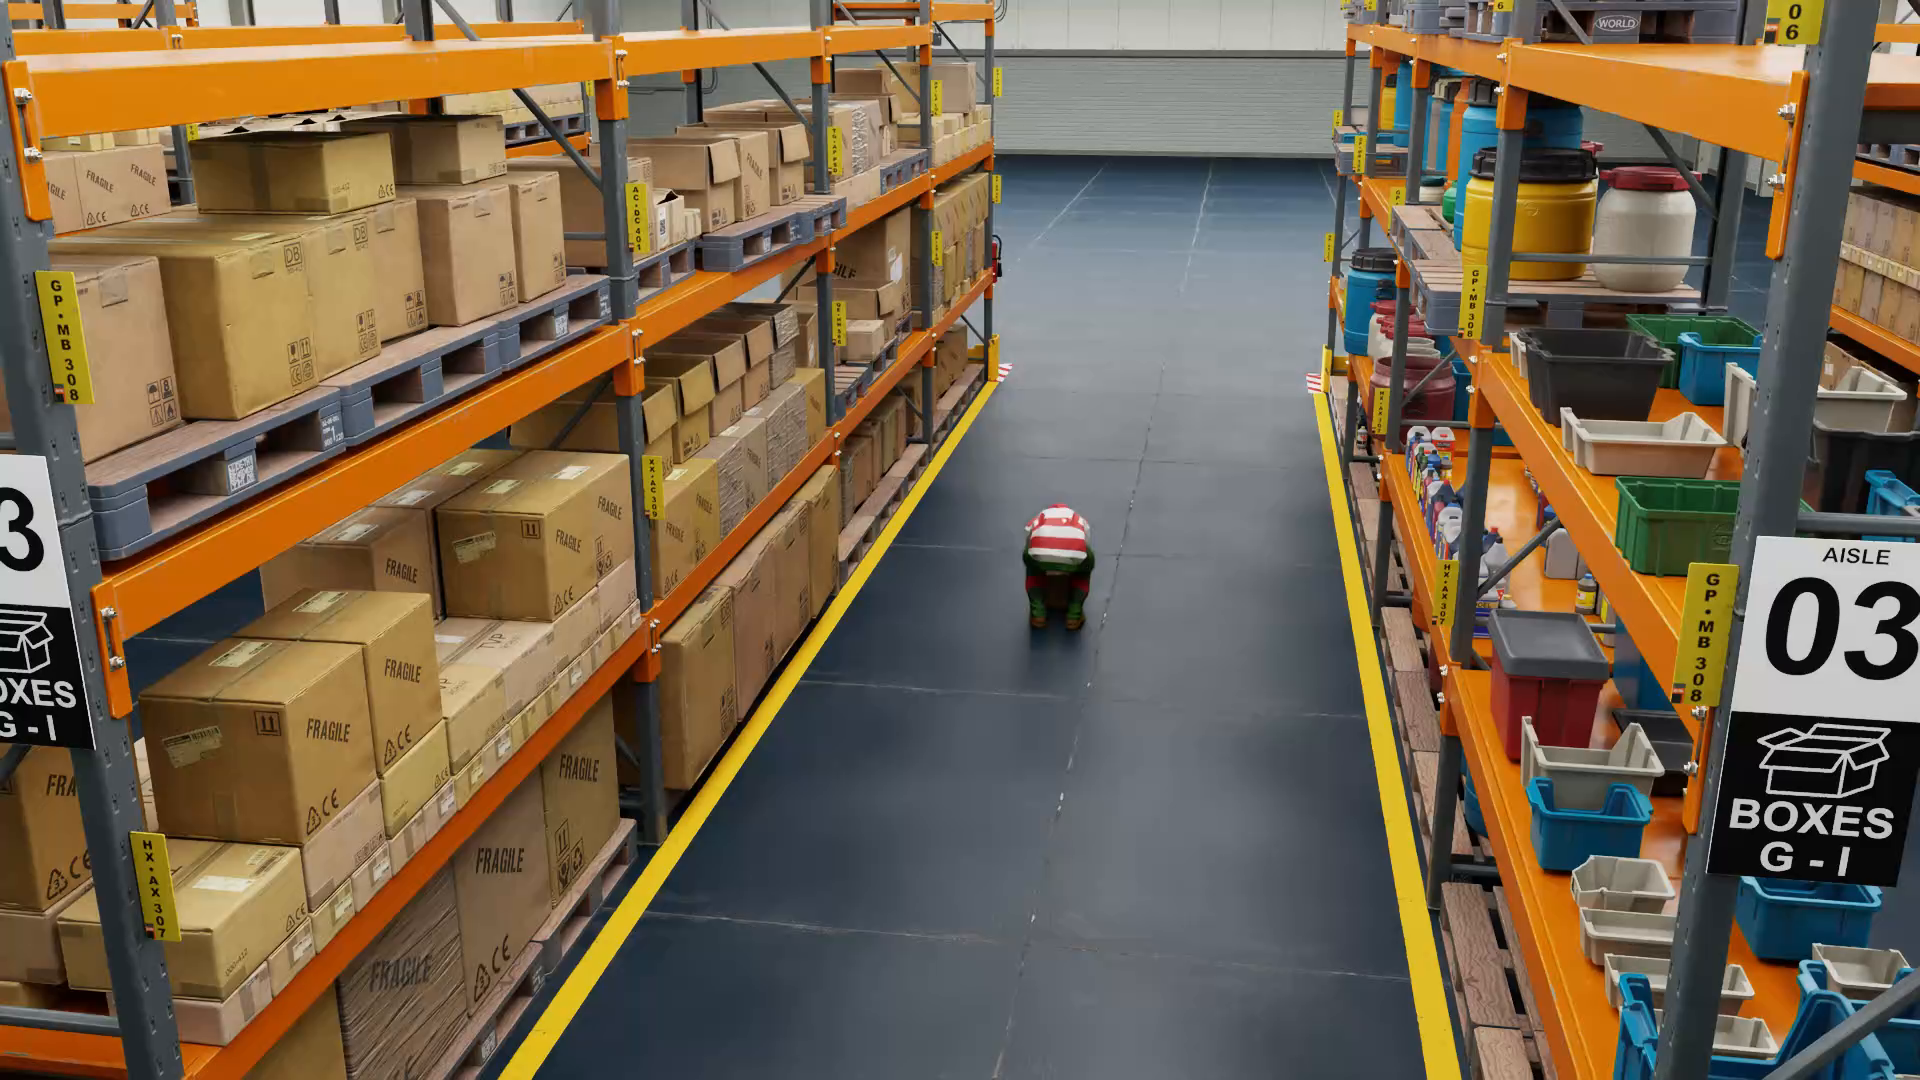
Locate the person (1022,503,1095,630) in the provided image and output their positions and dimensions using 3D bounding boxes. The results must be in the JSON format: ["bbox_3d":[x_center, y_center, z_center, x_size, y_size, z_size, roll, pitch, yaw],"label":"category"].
[{"bbox_3d":[0.719,0.175,12.100,0.530,0.844,0.966,2,18,7],"label":"person"}]
